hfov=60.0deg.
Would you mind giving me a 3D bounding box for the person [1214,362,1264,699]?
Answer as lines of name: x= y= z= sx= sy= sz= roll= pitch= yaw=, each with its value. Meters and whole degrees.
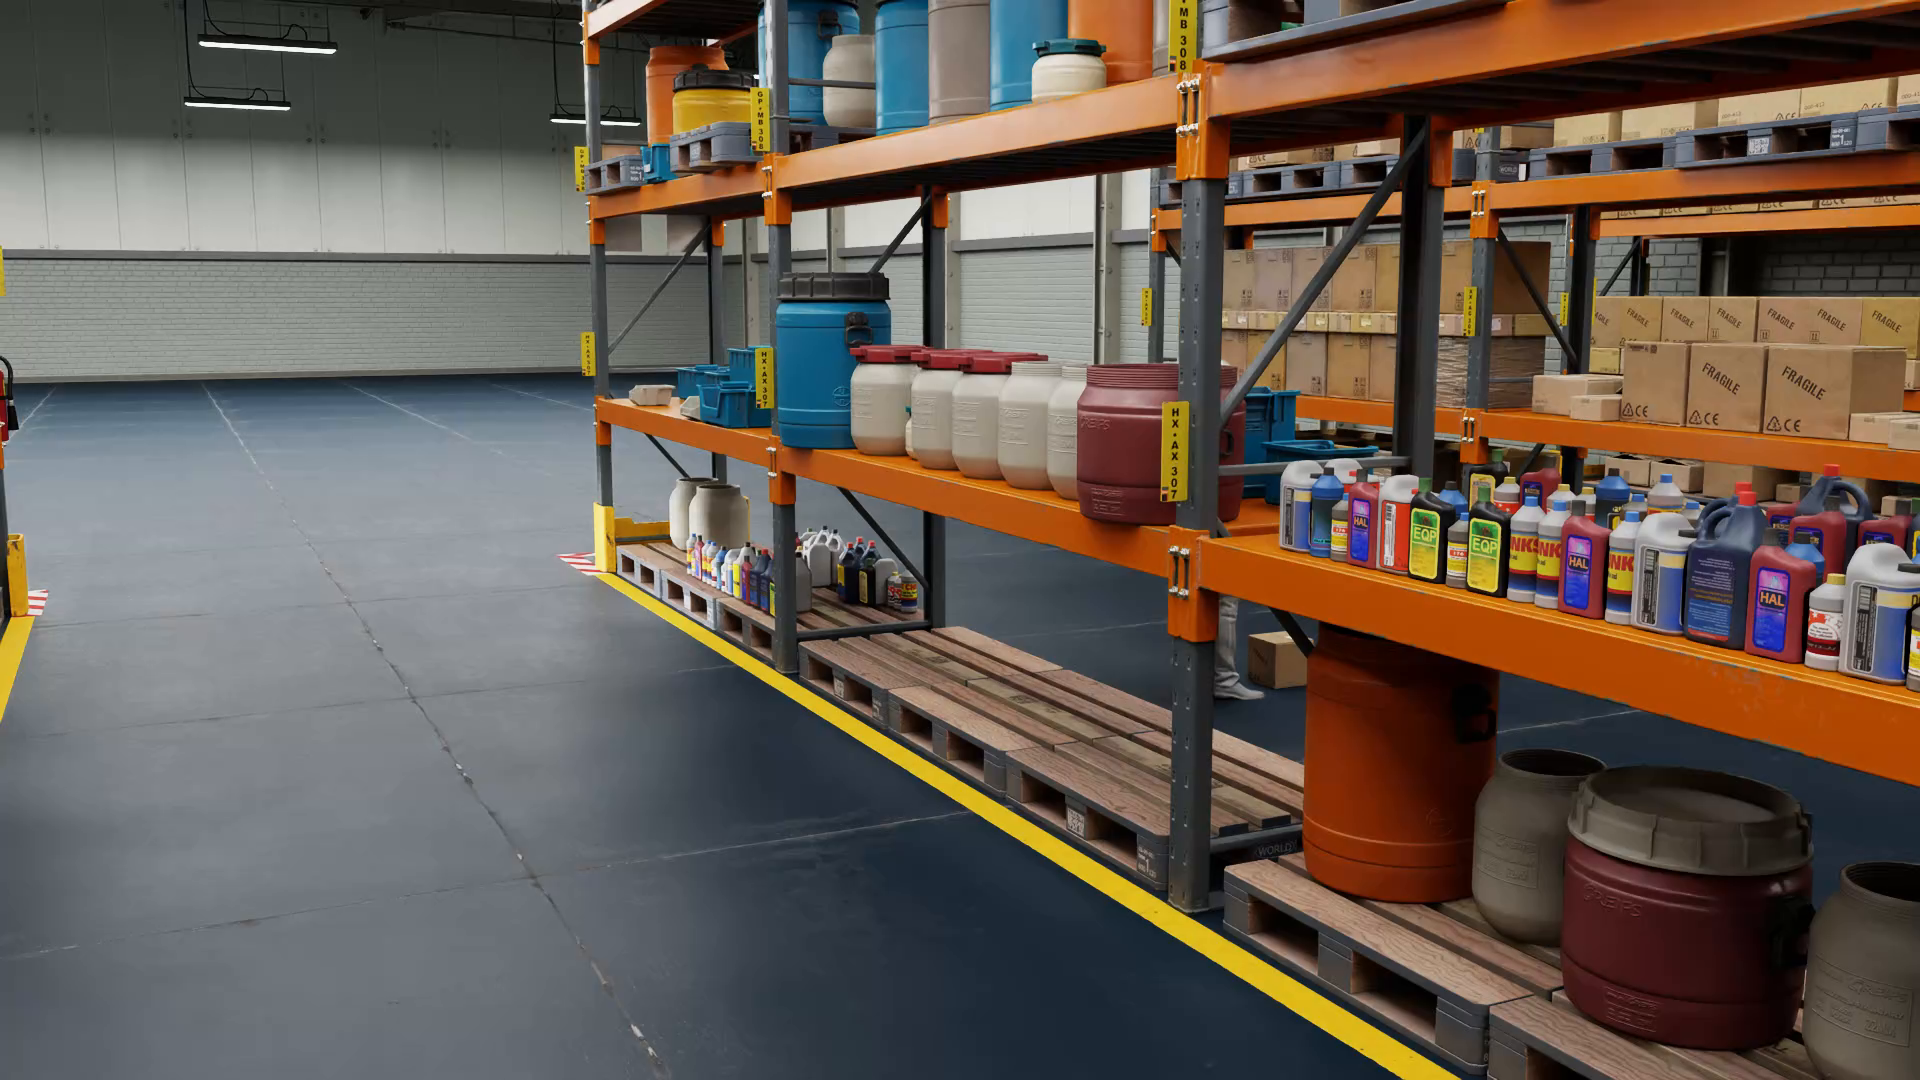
person: x=1.323 y=-0.060 z=8.721 sx=0.426 sy=1.795 sz=0.577 roll=-4 pitch=9 yaw=-25
